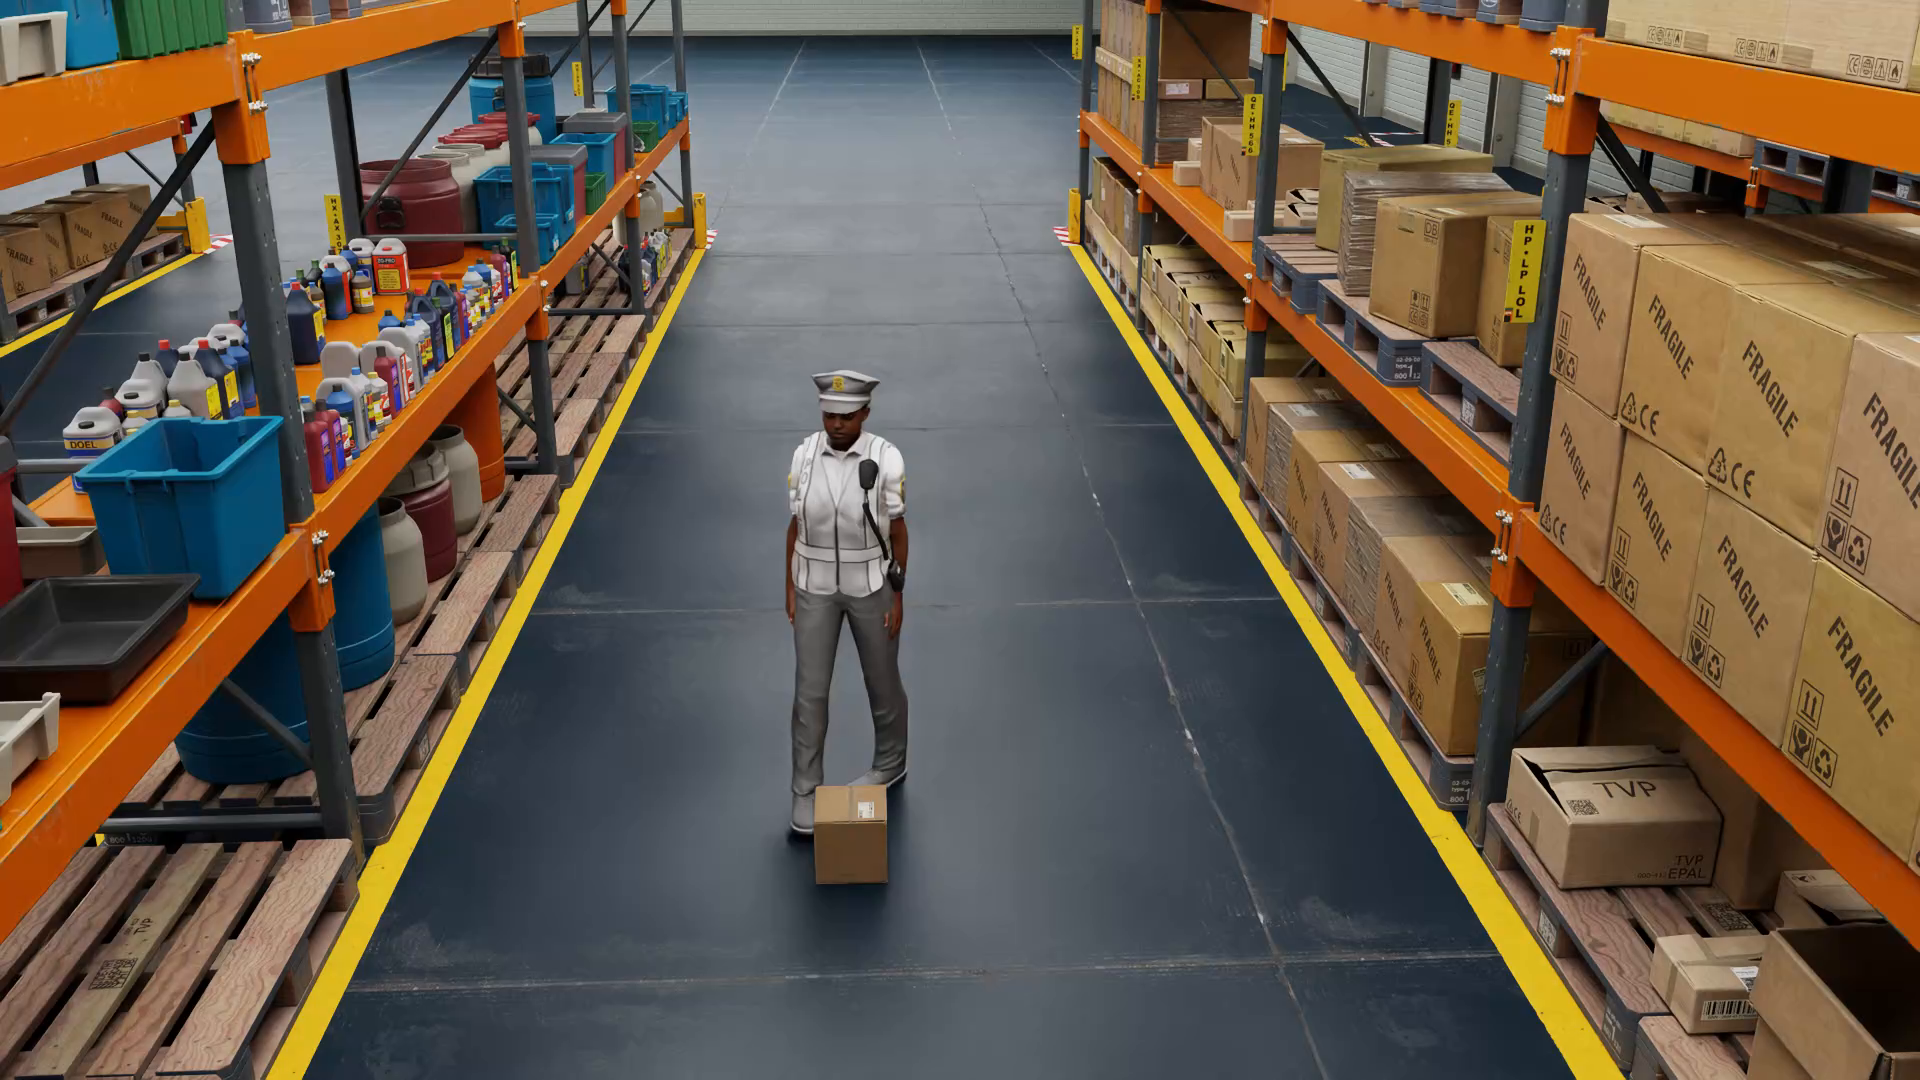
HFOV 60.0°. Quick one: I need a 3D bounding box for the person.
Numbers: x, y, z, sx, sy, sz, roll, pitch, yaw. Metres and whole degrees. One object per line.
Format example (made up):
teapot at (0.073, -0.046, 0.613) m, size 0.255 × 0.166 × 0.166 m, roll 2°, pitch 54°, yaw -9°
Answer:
person at (-0.431, 0.217, 5.971) m, size 0.459 × 1.680 × 0.568 m, roll 3°, pitch 21°, yaw 8°
